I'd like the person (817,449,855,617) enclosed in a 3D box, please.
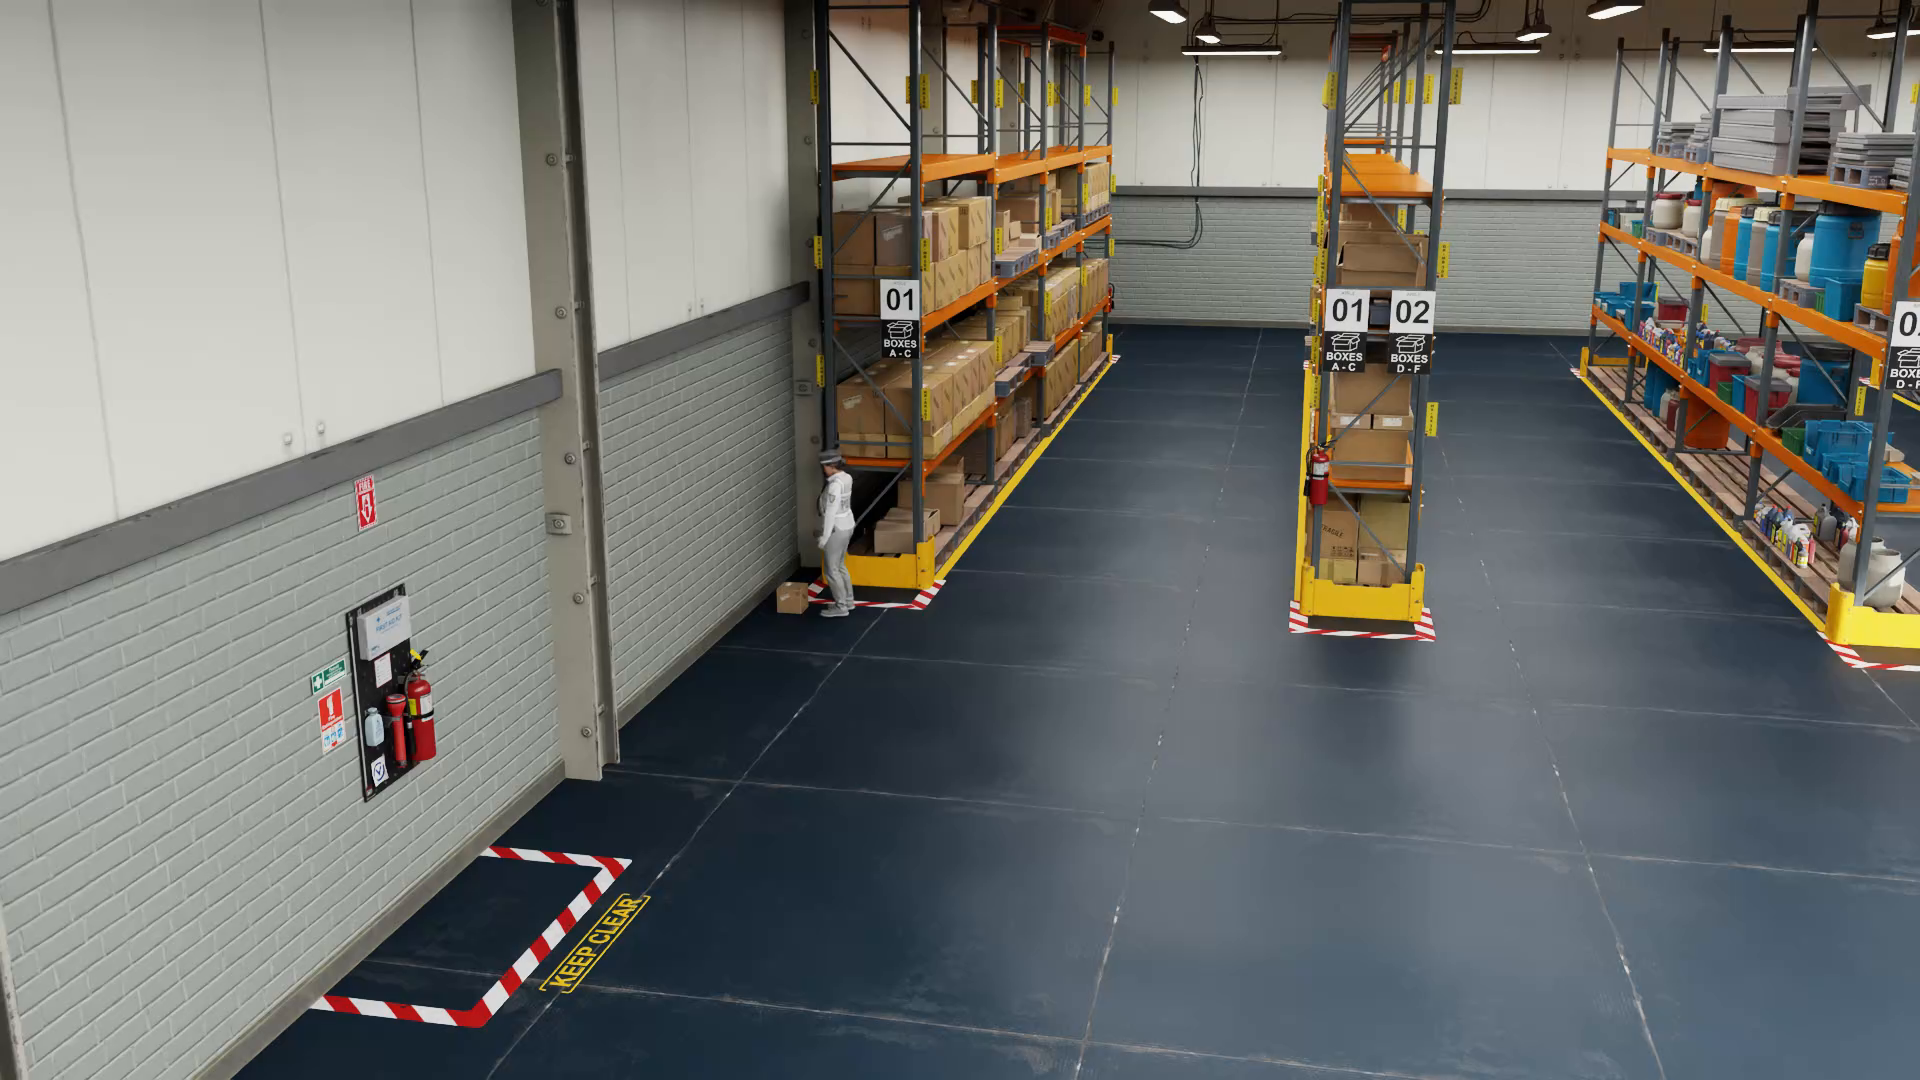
[{"bbox_3d":[-1.213,-0.067,16.298,0.338,1.661,0.476,3,15,12],"label":"person"}]
